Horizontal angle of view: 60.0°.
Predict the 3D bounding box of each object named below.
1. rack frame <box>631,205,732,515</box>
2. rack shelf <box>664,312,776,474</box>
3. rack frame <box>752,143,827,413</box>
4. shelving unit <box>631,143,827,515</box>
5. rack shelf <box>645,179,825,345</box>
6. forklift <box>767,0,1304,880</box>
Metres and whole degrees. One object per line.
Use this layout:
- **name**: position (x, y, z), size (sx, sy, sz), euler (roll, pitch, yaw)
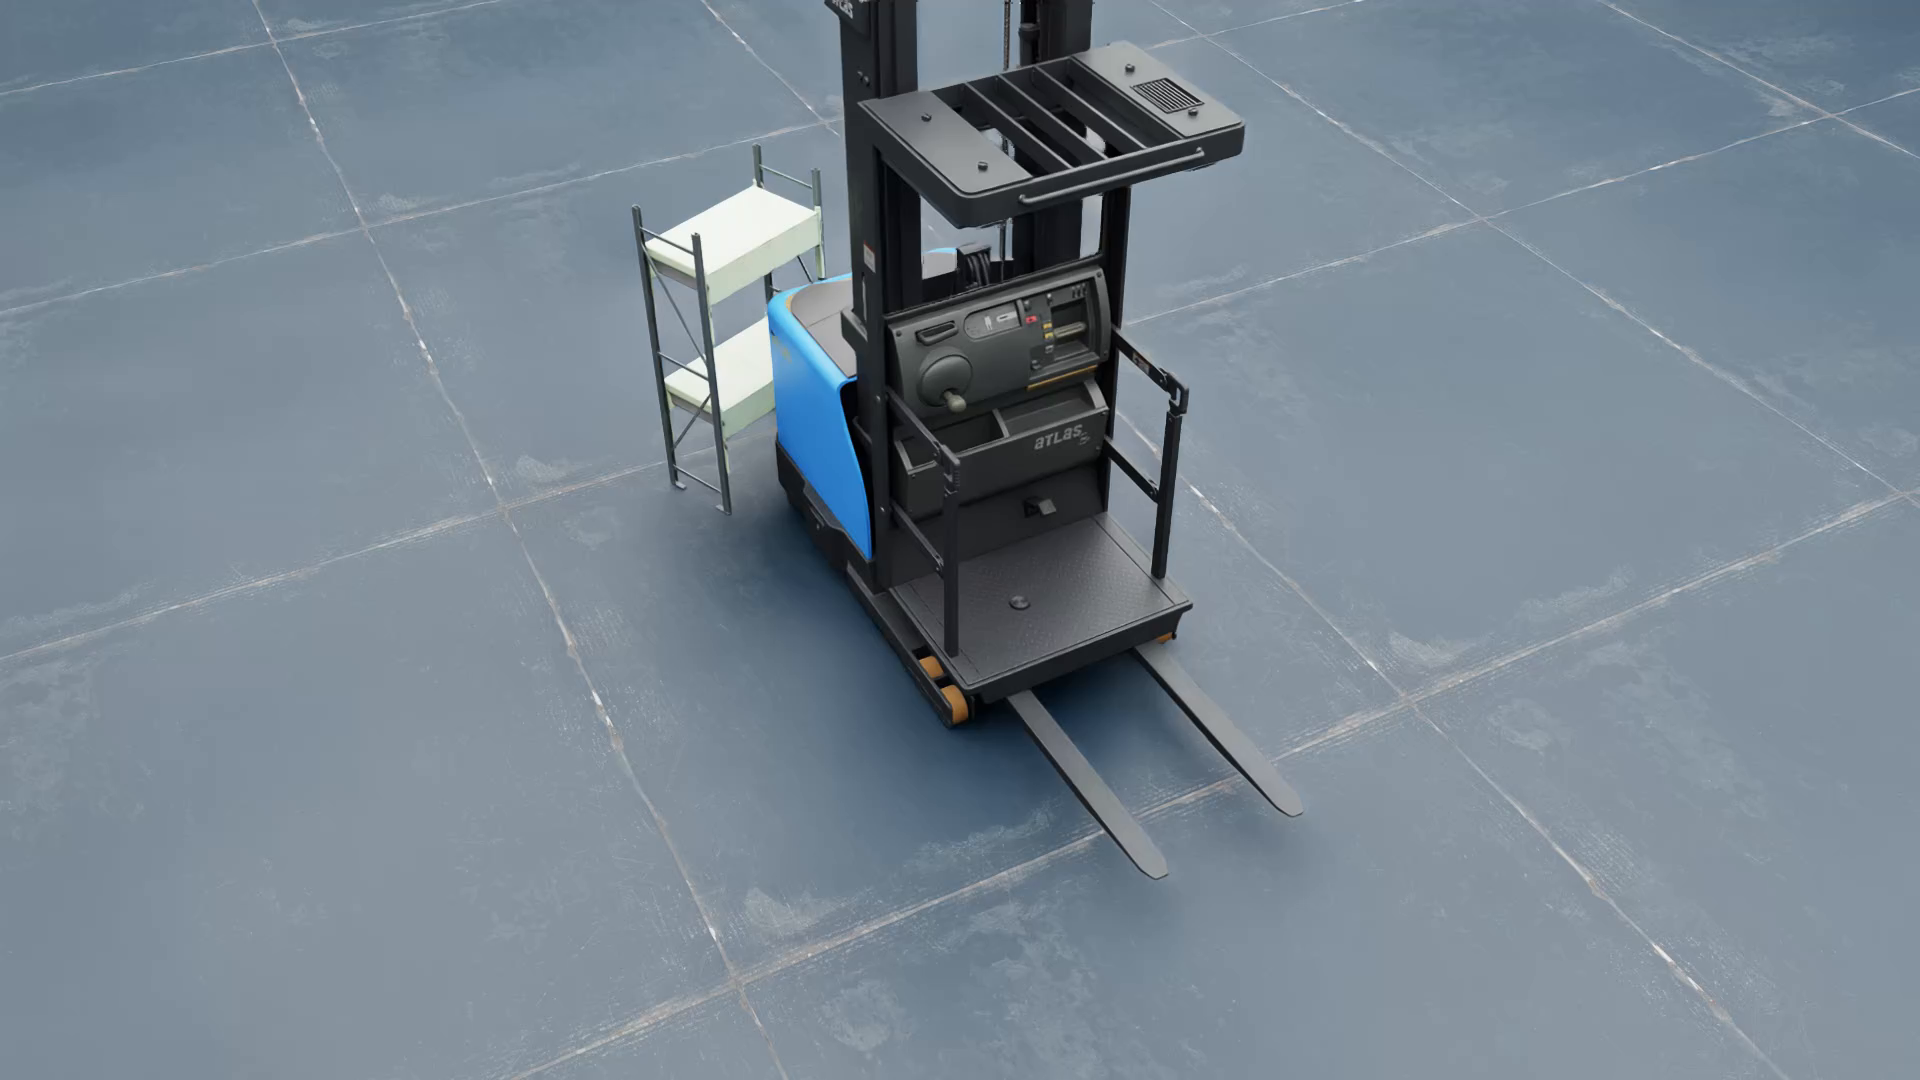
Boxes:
- **rack frame**: position (-1.243, -0.777, 7.495), size (0.400, 1.500, 0.023), euler (28, 47, 29)
- **rack shelf**: position (-1.012, -0.711, 7.923), size (0.431, 0.370, 0.720), euler (28, 47, 29)
- **rack frame**: position (-0.781, -1.144, 7.929), size (0.400, 1.500, 0.023), euler (28, 47, 29)
- **shelving unit**: position (-1.012, -0.960, 7.712), size (0.431, 1.500, 0.755), euler (28, 47, 29)
- **rack shelf**: position (-1.012, -1.258, 7.460), size (0.431, 0.370, 0.720), euler (28, 47, 29)
- **forklift**: position (0.273, -0.694, 6.290), size (1.130, 2.935, 3.031), euler (-19, 44, -21)
